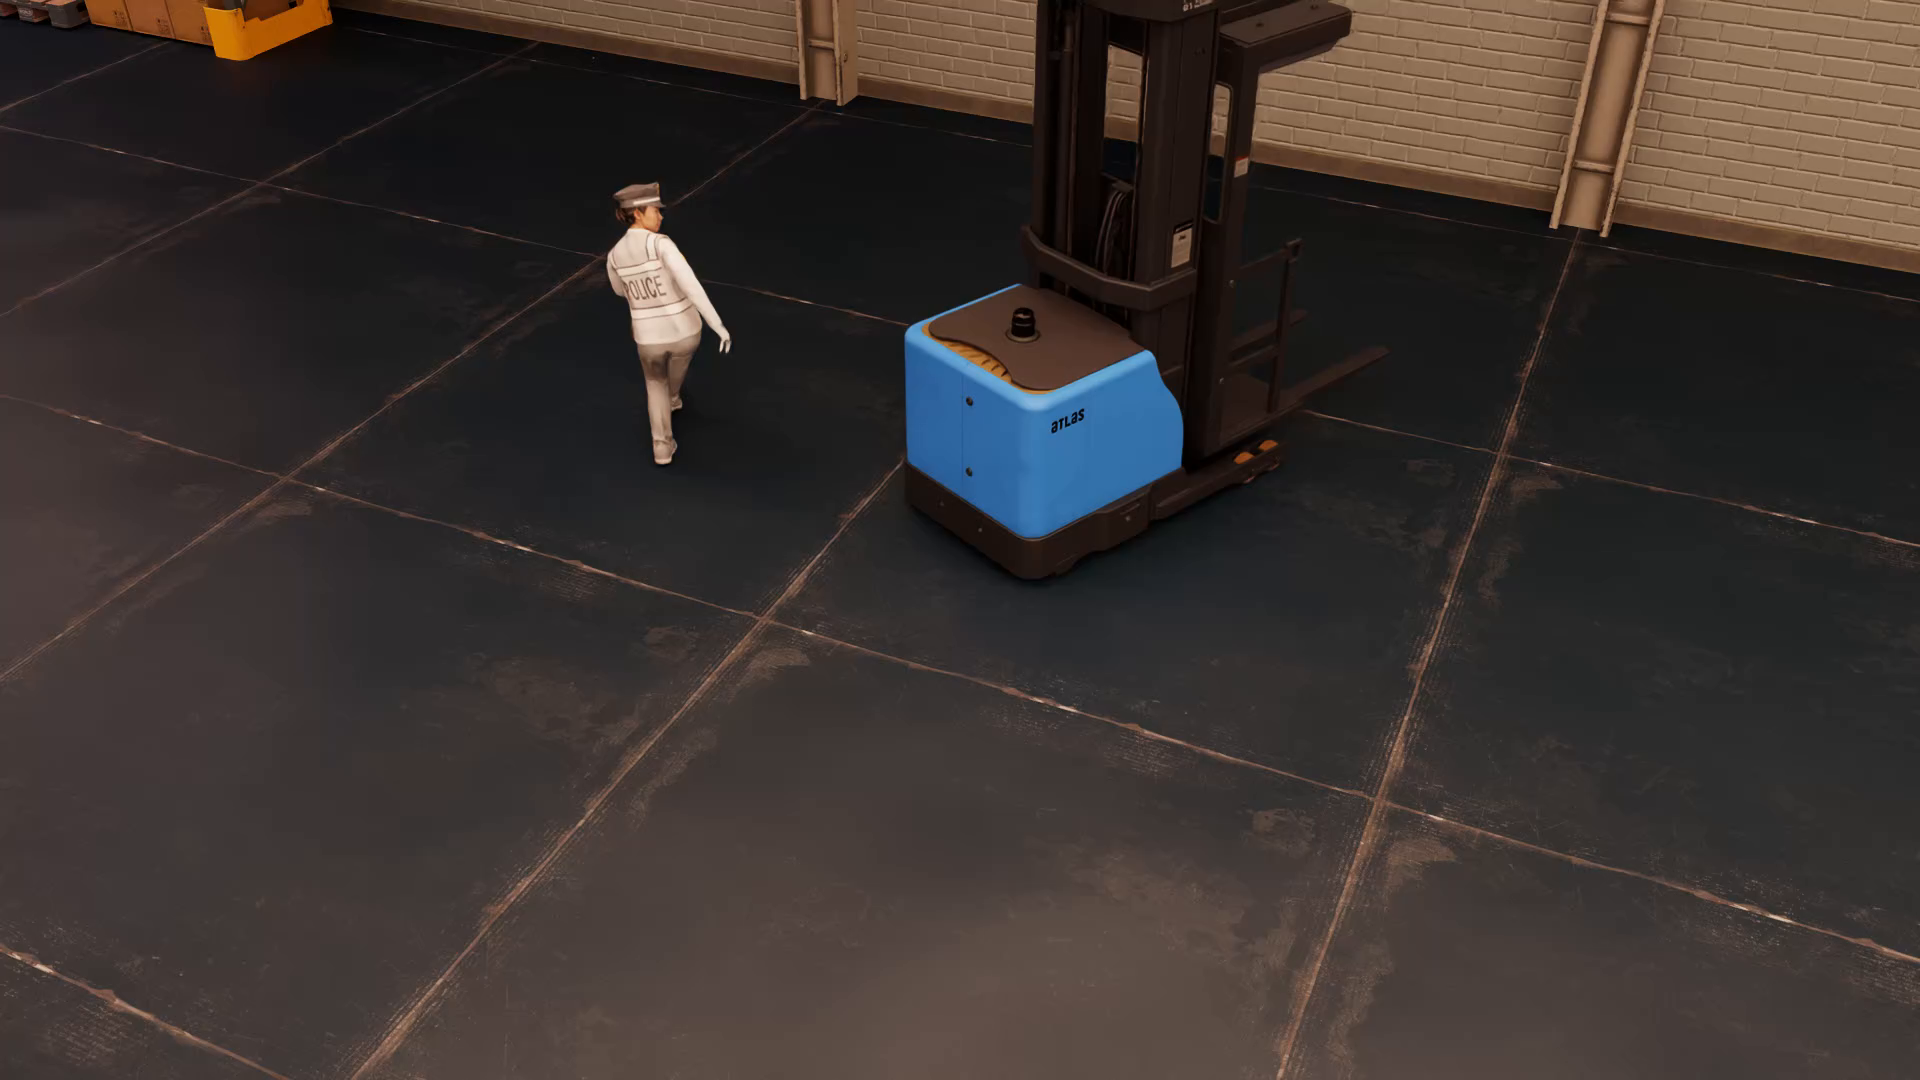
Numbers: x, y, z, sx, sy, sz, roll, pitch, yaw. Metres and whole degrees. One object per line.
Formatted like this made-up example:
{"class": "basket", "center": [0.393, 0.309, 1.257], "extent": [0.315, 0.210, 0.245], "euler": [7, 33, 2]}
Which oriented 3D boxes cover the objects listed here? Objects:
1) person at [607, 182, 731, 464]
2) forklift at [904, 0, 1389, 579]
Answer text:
{"class": "person", "center": [-1.533, -1.216, 9.018], "extent": [0.701, 1.526, 0.729], "euler": [2, 36, 3]}
{"class": "forklift", "center": [1.160, -1.713, 8.488], "extent": [3.031, 2.935, 1.130], "euler": [-26, 43, -32]}
